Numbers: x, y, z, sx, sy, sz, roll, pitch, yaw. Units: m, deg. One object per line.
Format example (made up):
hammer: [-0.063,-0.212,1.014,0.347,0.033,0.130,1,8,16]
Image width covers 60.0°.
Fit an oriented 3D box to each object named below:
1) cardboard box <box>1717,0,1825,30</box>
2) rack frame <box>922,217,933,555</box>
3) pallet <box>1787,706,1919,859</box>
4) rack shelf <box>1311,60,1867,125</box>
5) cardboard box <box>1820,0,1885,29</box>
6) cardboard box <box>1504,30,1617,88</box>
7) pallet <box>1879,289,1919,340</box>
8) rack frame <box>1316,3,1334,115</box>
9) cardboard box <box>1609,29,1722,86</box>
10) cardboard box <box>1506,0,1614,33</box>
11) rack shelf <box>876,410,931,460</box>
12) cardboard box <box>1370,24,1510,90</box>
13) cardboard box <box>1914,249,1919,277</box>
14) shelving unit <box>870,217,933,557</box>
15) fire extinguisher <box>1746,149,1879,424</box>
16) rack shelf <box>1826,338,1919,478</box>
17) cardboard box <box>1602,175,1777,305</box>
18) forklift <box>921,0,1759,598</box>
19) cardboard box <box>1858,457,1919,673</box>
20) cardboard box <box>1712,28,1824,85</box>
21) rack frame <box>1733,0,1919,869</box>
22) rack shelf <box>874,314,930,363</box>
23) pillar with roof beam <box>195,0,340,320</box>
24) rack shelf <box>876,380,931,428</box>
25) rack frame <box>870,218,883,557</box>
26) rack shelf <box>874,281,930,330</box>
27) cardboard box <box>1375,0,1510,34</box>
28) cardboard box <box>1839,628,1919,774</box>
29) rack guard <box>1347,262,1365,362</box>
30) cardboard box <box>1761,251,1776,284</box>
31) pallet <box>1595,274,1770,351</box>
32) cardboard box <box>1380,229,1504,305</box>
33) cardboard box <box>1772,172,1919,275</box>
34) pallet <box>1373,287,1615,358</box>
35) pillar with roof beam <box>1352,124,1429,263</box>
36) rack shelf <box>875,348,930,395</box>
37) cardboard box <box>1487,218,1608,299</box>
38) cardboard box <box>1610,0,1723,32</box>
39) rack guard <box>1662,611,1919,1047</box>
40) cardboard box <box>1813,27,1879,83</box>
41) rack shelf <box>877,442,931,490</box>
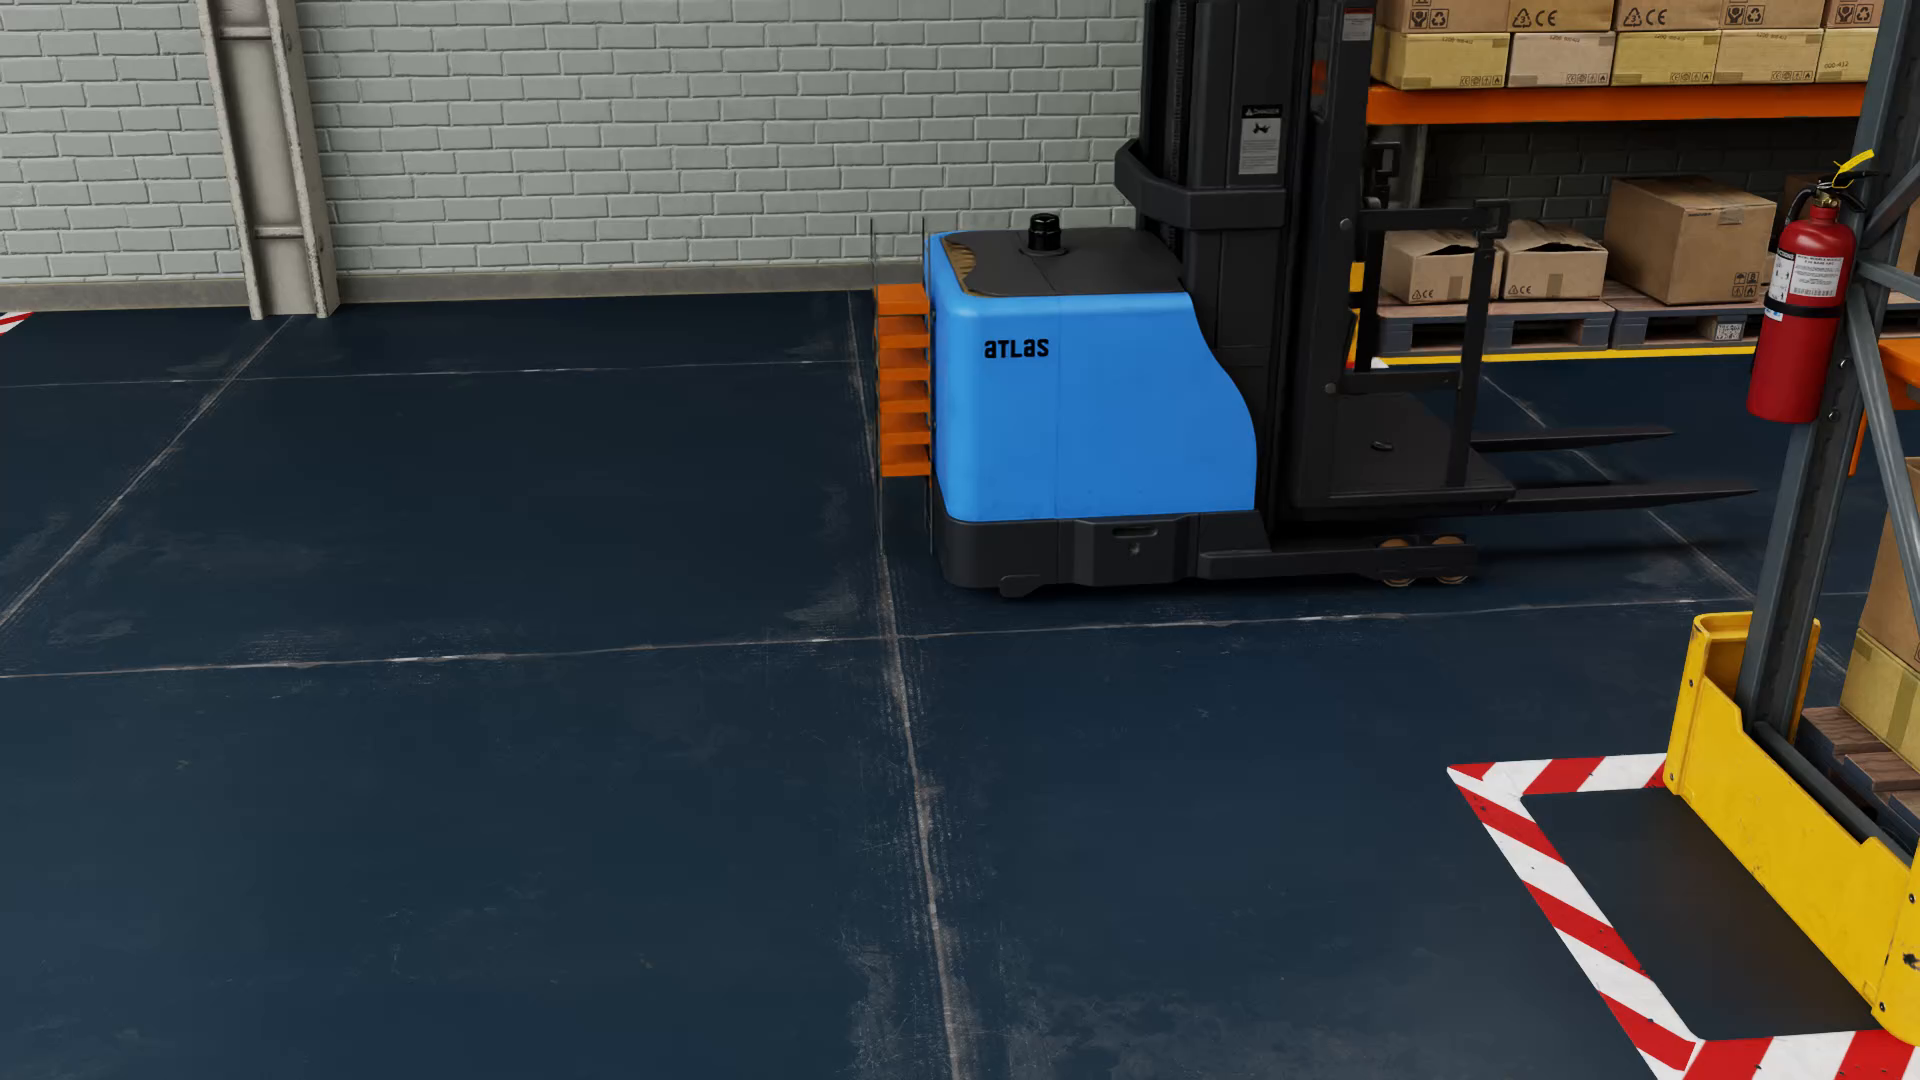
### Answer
cardboard box: [3.773,-2.722,7.919,0.500,0.500,0.500,-2,24,-3]
rack frame: [-0.117,-0.543,5.994,0.006,1.200,0.240,-3,24,-6]
pallet: [2.996,0.747,4.310,1.213,0.211,1.003,-2,24,-5]
rack shelf: [3.738,-2.233,8.467,4.000,0.370,1.077,-2,24,-5]
cardboard box: [4.290,-2.743,7.966,0.500,0.500,0.500,-3,24,-7]
cardboard box: [2.780,-2.341,7.983,0.500,0.250,0.500,-3,24,-7]
pallet: [5.064,-1.327,8.975,1.213,0.211,1.003,-2,24,-5]
rack frame: [1.748,-2.482,8.142,0.127,3.000,1.000,-2,24,-5]
cardboard box: [3.288,-2.359,8.023,0.500,0.250,0.500,-3,24,-6]
cardboard box: [2.746,-2.679,7.821,0.500,0.500,0.500,-2,24,-5]
rack shelf: [-0.208,-0.388,6.051,0.180,0.103,0.258,-3,24,-6]
cardboard box: [2.265,-2.314,7.923,0.500,0.250,0.500,-3,24,-7]
cardboard box: [5.199,-1.515,8.912,0.250,0.166,0.380,-5,25,-12]
shelving unit: [-0.208,-0.538,5.984,0.189,1.200,0.258,-3,24,-6]
fire extinguisher: [2.075,-0.628,4.065,0.183,0.674,0.296,-2,24,-5]
rack shelf: [4.229,-0.231,3.963,4.000,0.370,1.077,-2,24,-5]
cardboard box: [3.748,-1.564,8.612,0.500,0.500,0.700,-4,24,-8]
forklift: [1.402,-1.385,5.757,3.031,2.935,1.130,-3,24,-6]
cardboard box: [2.743,0.100,4.277,0.500,0.500,0.500,-2,24,-5]
cardboard box: [3.791,-2.378,8.067,0.500,0.250,0.500,-2,24,-5]
rack frame: [2.239,-0.480,3.637,0.127,3.000,1.000,-2,24,-5]
rack shelf: [-0.208,-0.717,5.905,0.180,0.103,0.258,-3,24,-6]
pillar with roof beam: [-3.188,-3.622,3.319,0.400,9.000,9.100,-2,24,-5]
rack shelf: [-0.208,-0.498,6.002,0.180,0.103,0.258,-3,24,-6]
rack frame: [-0.299,-0.534,5.975,0.006,1.200,0.240,-3,24,-6]
rack shelf: [-0.208,-0.827,5.856,0.180,0.103,0.258,-3,24,-6]
cardboard box: [2.253,-2.663,7.785,0.500,0.500,0.500,-2,24,-5]
cardboard box: [2.743,0.444,4.427,0.500,0.250,0.500,-2,24,-5]
rack guard: [1.824,-1.343,8.656,0.348,0.500,1.175,-2,24,-5]
cardboard box: [4.135,-1.485,8.865,0.250,0.149,0.380,-4,24,-9]
pallet: [3.847,-1.277,8.862,1.213,0.211,1.003,-2,24,-5]
cardboard box: [2.445,-1.446,8.579,0.500,0.311,0.500,-5,24,-11]
cardboard box: [4.700,-1.643,8.790,0.500,0.500,0.500,-4,24,-9]
pallet: [2.636,-1.229,8.756,1.213,0.211,1.003,-2,24,-5]
pillar with roof beam: [2.783,-3.861,3.858,0.400,9.000,9.100,-2,24,-5]
rack shelf: [-0.208,-0.607,5.953,0.180,0.103,0.258,-3,24,-6]
cardboard box: [3.013,-1.469,8.630,0.500,0.311,0.500,0,24,-1]
cardboard box: [3.260,-2.697,7.861,0.500,0.500,0.500,-3,24,-7]
rack guard: [2.215,0.663,4.143,0.348,0.500,1.175,-2,24,-5]
cardboard box: [4.292,-2.398,8.113,0.500,0.250,0.500,-2,24,-5]
rack shelf: [-0.208,-0.279,6.100,0.180,0.103,0.258,-3,24,-6]
